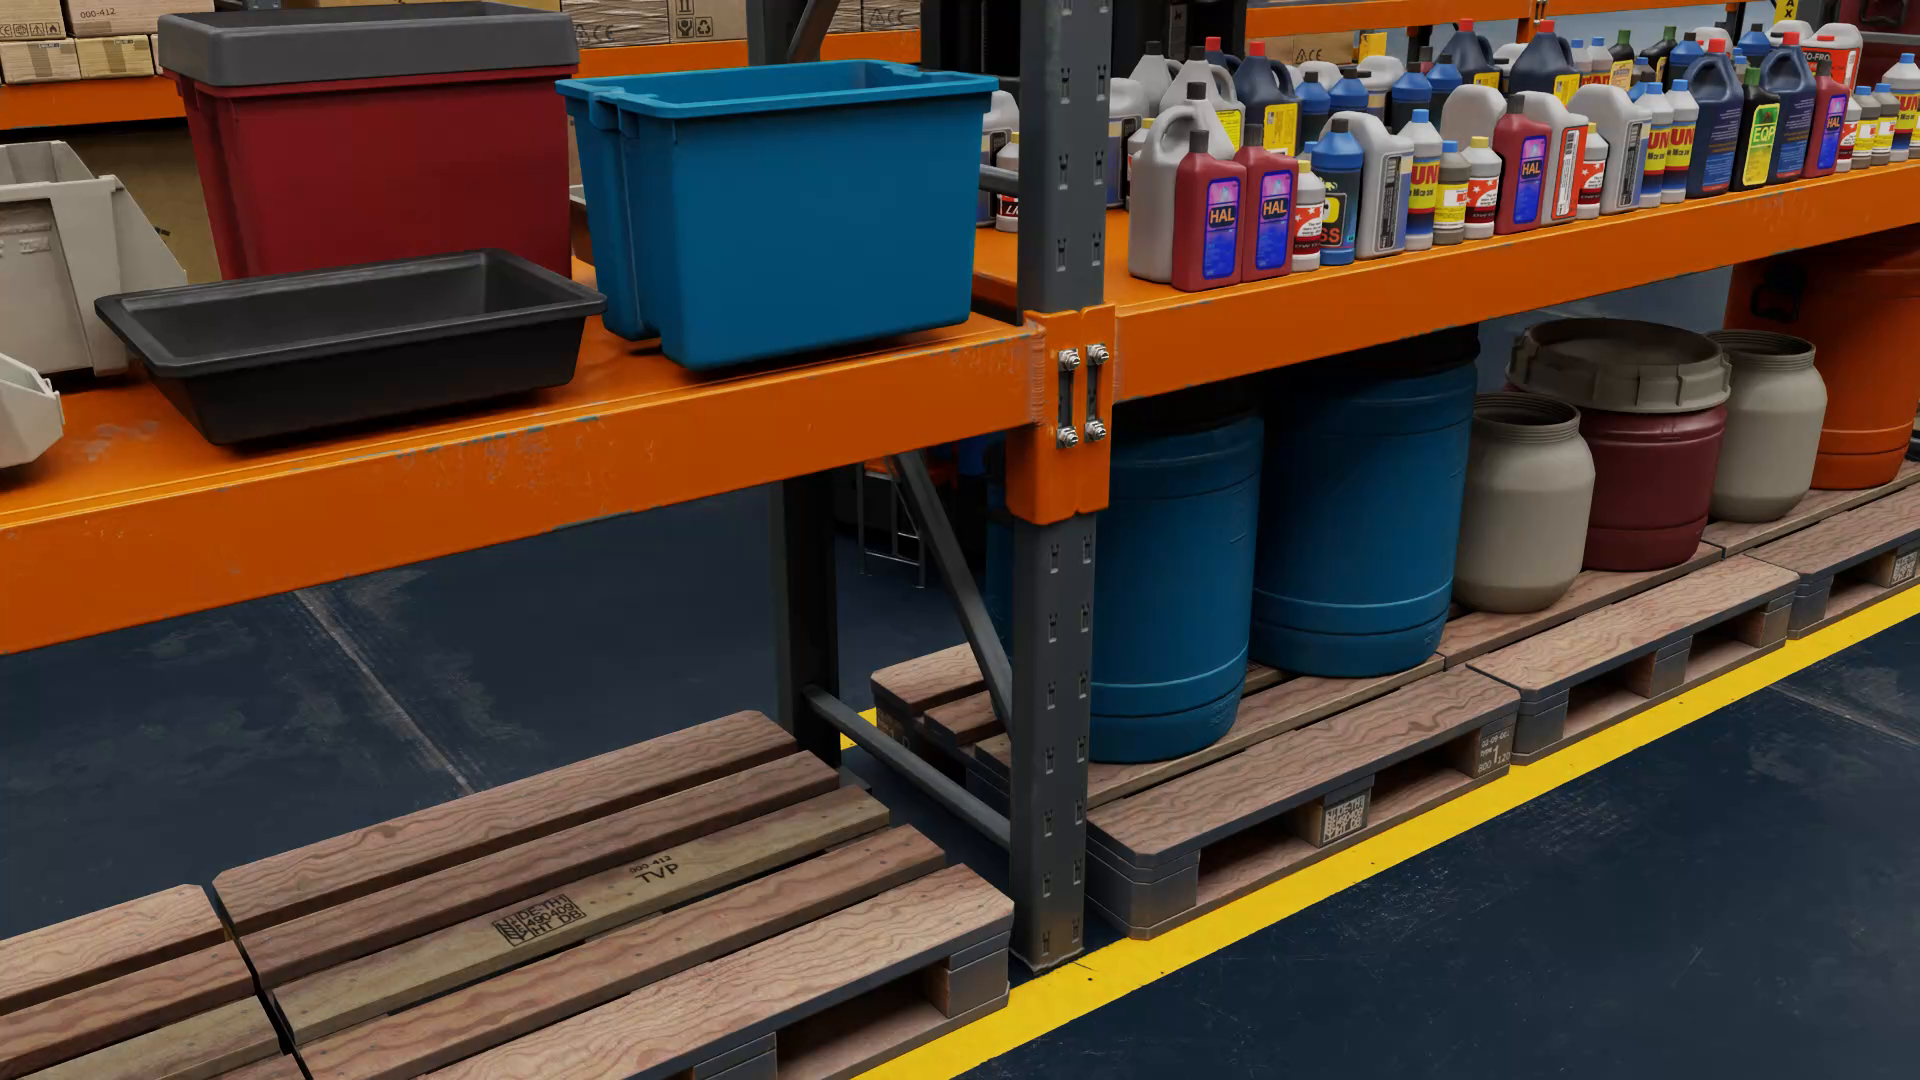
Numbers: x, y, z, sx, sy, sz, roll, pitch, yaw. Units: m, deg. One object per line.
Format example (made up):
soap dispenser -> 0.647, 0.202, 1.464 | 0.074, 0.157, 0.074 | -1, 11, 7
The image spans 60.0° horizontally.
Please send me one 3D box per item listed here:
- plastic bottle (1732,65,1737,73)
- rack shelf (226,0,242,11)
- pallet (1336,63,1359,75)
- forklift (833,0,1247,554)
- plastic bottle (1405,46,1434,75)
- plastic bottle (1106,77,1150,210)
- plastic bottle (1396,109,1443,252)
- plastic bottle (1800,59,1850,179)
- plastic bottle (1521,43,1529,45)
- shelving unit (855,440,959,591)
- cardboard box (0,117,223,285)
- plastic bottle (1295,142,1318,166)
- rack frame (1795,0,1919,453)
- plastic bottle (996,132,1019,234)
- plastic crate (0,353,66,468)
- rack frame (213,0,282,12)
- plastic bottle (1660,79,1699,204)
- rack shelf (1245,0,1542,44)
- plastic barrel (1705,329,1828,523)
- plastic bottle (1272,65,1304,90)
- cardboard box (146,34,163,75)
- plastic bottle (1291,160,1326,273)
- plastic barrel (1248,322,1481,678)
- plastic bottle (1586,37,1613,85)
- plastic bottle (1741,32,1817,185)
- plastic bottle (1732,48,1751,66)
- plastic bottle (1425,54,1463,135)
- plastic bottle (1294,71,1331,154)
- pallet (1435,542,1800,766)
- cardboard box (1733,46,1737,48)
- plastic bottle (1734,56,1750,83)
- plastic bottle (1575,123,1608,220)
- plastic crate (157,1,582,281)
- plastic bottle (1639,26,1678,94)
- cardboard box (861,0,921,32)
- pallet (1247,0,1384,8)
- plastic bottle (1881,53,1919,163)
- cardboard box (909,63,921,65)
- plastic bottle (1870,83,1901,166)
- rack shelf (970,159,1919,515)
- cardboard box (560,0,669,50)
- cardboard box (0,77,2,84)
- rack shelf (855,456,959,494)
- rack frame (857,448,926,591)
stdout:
plastic bottle -> 1.851, -0.999, 4.010 | 0.133, 0.283, 0.061 | -15, 26, -33
rack shelf -> -4.179, -3.804, 11.854 | 4.000, 0.370, 1.077 | -15, 26, -33
pallet -> 3.336, -4.811, 17.169 | 1.213, 0.211, 1.003 | -15, 26, -33
forklift -> 0.587, -1.792, 5.933 | 1.130, 2.935, 3.031 | 13, 25, 29
plastic bottle -> 1.201, -1.161, 4.416 | 0.133, 0.283, 0.061 | -15, 26, -33
plastic bottle -> 0.333, -0.905, 3.786 | 0.135, 0.276, 0.152 | -15, 26, -33
plastic bottle -> 0.911, -0.723, 3.335 | 0.097, 0.271, 0.097 | 0, 22, 0
plastic bottle -> 2.145, -1.050, 4.137 | 0.133, 0.283, 0.061 | -15, 26, -33
plastic bottle -> 1.565, -1.244, 4.641 | 0.097, 0.271, 0.097 | 0, 22, 0
shelving unit -> -0.158, -0.457, 4.922 | 0.258, 1.200, 0.189 | 13, 25, 29
cardboard box -> -3.570, -1.281, 6.859 | 0.875, 0.875, 0.875 | -15, 26, -33
plastic bottle -> 0.713, -0.707, 3.390 | 0.097, 0.201, 0.097 | 0, 22, 0
rack frame -> 3.152, -1.567, 5.277 | 0.127, 3.000, 1.000 | -15, 26, -33
plastic bottle -> 0.124, -0.758, 3.517 | 0.097, 0.201, 0.097 | 0, 22, 0
plastic crate -> -1.333, -0.139, 1.973 | 0.466, 0.136, 0.293 | -15, 26, -33
rack frame -> -2.987, -2.192, 6.841 | 0.127, 3.000, 1.000 | -15, 26, -33
plastic bottle -> 1.633, -0.916, 3.818 | 0.097, 0.271, 0.097 | 0, 22, 0
rack shelf -> 1.883, -3.156, 10.229 | 4.000, 0.370, 1.077 | -15, 26, -33
plastic barrel -> 2.359, -0.347, 5.008 | 0.421, 0.512, 0.421 | 0, 22, 0
plastic bottle -> 0.742, -1.015, 4.059 | 0.135, 0.276, 0.152 | -15, 26, -33
cardboard box -> -3.044, -1.910, 6.475 | 0.250, 0.149, 0.380 | -15, 26, -33
plastic bottle -> 0.643, -0.620, 3.170 | 0.097, 0.201, 0.097 | 0, 22, 0
plastic barrel -> 0.932, -0.188, 4.084 | 0.708, 0.901, 0.600 | -15, 26, -33
plastic bottle -> 1.831, -1.315, 4.819 | 0.097, 0.271, 0.097 | 0, 22, 0
plastic bottle -> 1.992, -1.059, 4.070 | 0.185, 0.351, 0.144 | -15, 26, -33
plastic bottle -> 2.423, -1.441, 5.227 | 0.097, 0.201, 0.097 | 0, 22, 0
plastic bottle -> 1.262, -1.136, 4.369 | 0.097, 0.271, 0.097 | 0, 22, 0
plastic bottle -> 0.830, -0.979, 3.976 | 0.097, 0.271, 0.097 | 0, 22, 0
pallet -> 1.547, 0.174, 4.676 | 1.213, 0.211, 1.003 | -15, 26, -33
cardboard box -> 6.237, -3.693, 13.410 | 0.500, 0.500, 0.500 | -10, 24, -23
plastic bottle -> 2.325, -1.345, 4.988 | 0.097, 0.201, 0.097 | 0, 22, 0
plastic bottle -> 1.365, -0.812, 3.652 | 0.097, 0.201, 0.097 | 0, 22, 0
plastic crate -> -0.966, -0.641, 2.789 | 0.583, 0.464, 0.402 | -15, 26, -33
plastic bottle -> 2.101, -1.401, 5.018 | 0.133, 0.283, 0.061 | -15, 26, -33
cardboard box -> -0.404, -2.816, 8.272 | 0.500, 0.500, 0.500 | -15, 26, -33
pallet -> 1.843, -3.409, 10.151 | 1.213, 0.211, 1.003 | -15, 26, -33
plastic bottle -> 2.465, -1.138, 4.374 | 0.097, 0.271, 0.097 | 0, 22, 0
cardboard box -> -0.313, -2.122, 8.968 | 0.875, 0.875, 1.225 | -16, 27, -35
plastic bottle -> 2.386, -1.084, 4.334 | 0.097, 0.201, 0.097 | 0, 22, 0
rack shelf -> 1.529, -0.800, 4.325 | 4.000, 0.370, 1.077 | -15, 26, -33
cardboard box -> -1.654, -2.480, 7.428 | 0.500, 0.500, 0.500 | -16, 27, -34
cardboard box -> -3.670, -1.743, 6.057 | 0.250, 0.149, 0.380 | -14, 26, -32
rack shelf -> -0.158, -0.193, 5.027 | 0.258, 0.103, 0.180 | 13, 25, 29
rack frame -> -0.206, -0.428, 4.849 | 0.240, 1.200, 0.006 | 13, 25, 29
